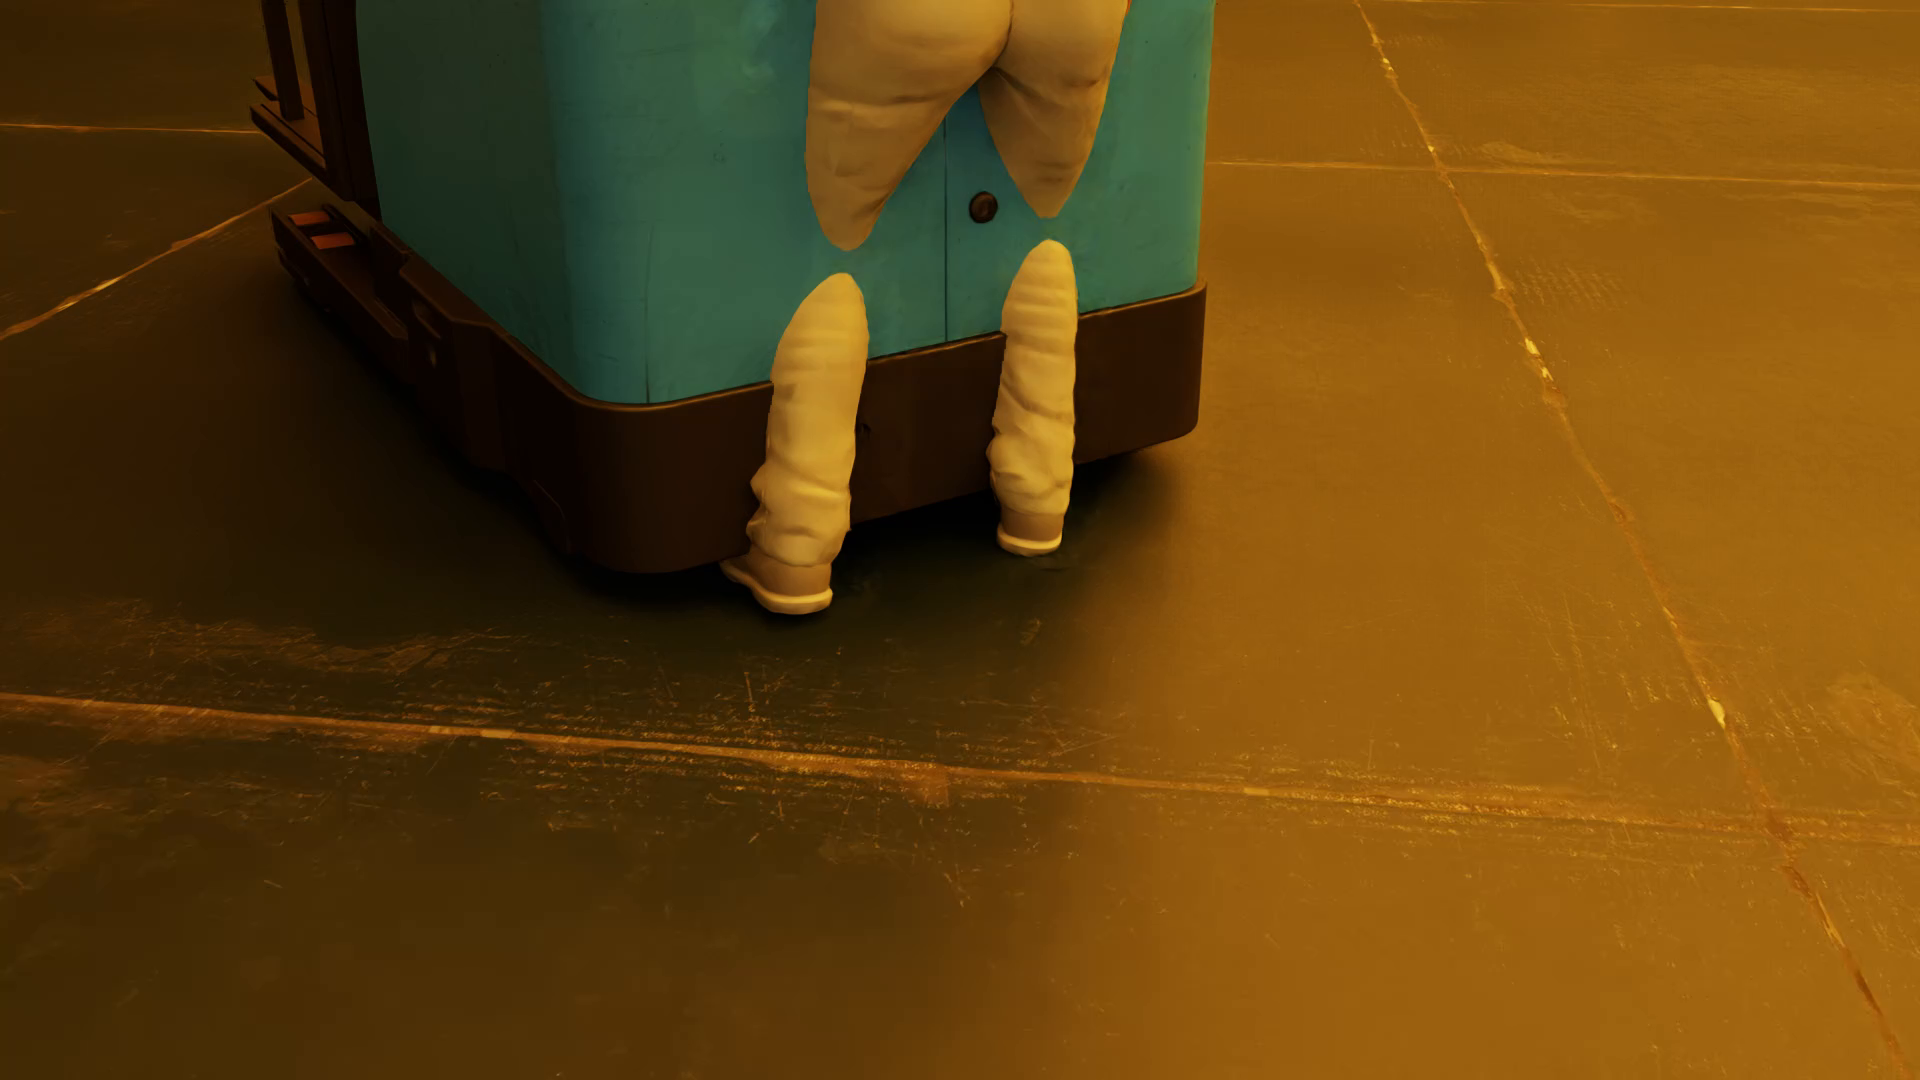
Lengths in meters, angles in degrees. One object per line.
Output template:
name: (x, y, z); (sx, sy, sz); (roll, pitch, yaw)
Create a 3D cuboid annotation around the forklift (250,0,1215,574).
forklift: (-0.820, -1.879, 2.984); (1.130, 2.935, 3.031); (-16, 31, -28)

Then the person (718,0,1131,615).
person: (-0.070, -0.714, 2.142); (0.694, 1.634, 0.411); (-15, 30, -28)
